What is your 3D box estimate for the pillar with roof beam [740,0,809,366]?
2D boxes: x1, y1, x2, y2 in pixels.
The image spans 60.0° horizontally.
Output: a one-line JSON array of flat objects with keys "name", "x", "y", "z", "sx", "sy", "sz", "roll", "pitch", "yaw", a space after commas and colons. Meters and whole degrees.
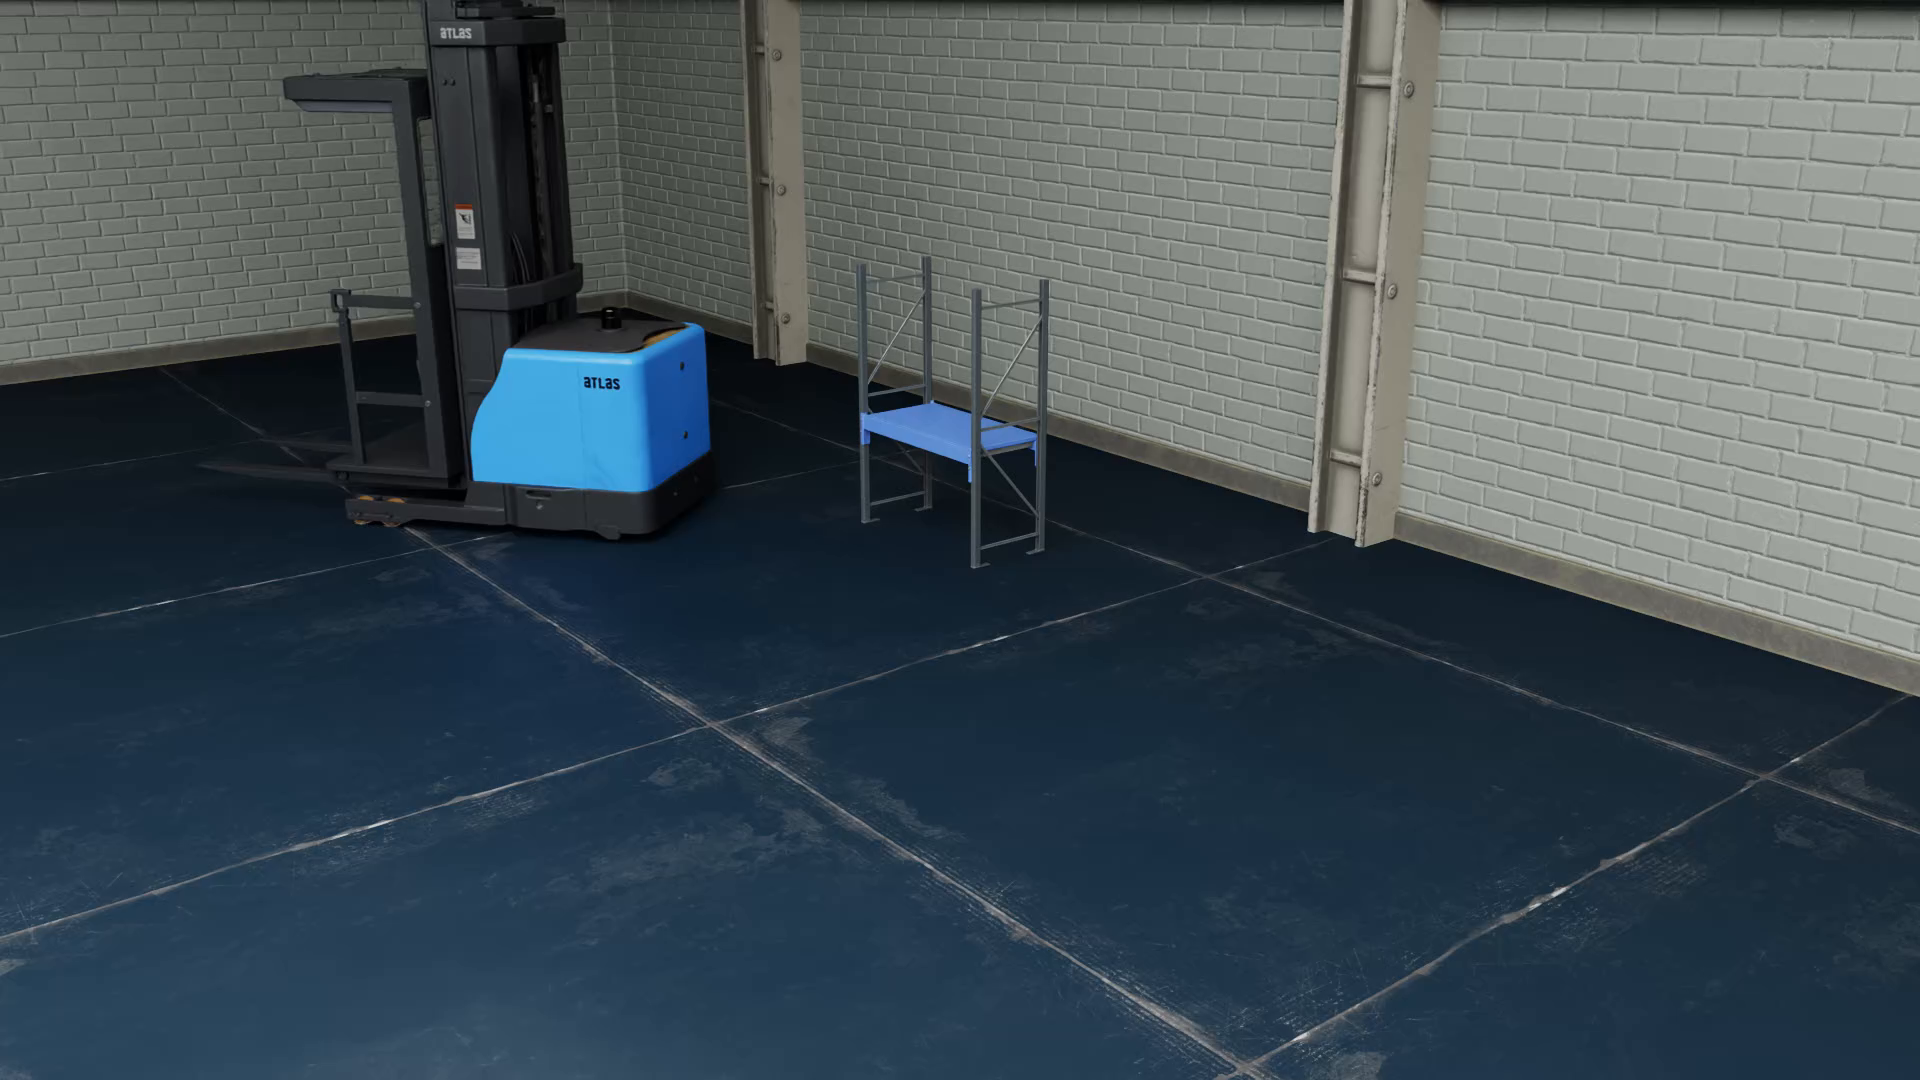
[{"name": "pillar with roof beam", "x": -4.870, "y": -4.946, "z": 9.984, "sx": 9.100, "sy": 9.000, "sz": 0.400, "roll": -14, "pitch": 23, "yaw": -36}]

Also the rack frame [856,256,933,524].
[{"name": "rack frame", "x": -0.369, "y": -0.858, "z": 9.568, "sx": 0.500, "sy": 1.500, "sz": 0.032, "roll": -14, "pitch": 23, "yaw": -36}]

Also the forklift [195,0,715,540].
[{"name": "forklift", "x": -3.062, "y": -1.620, "z": 9.591, "sx": 3.031, "sy": 2.935, "sz": 1.130, "roll": 4, "pitch": 19, "yaw": 13}]

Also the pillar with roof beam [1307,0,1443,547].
[{"name": "pillar with roof beam", "x": -1.144, "y": -3.468, "z": 5.520, "sx": 9.100, "sy": 9.000, "sz": 0.400, "roll": -14, "pitch": 23, "yaw": -36}]

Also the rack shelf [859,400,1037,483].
[{"name": "rack shelf", "x": -0.053, "y": -0.562, "z": 9.247, "sx": 0.538, "sy": 0.185, "sz": 1.000, "roll": -14, "pitch": 23, "yaw": -36}]

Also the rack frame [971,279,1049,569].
[{"name": "rack frame", "x": 0.263, "y": -0.608, "z": 8.812, "sx": 0.500, "sy": 1.500, "sz": 0.032, "roll": -14, "pitch": 23, "yaw": -36}]

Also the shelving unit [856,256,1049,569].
[{"name": "shelving unit", "x": -0.053, "y": -0.733, "z": 9.190, "sx": 0.538, "sy": 1.500, "sz": 1.048, "roll": -14, "pitch": 23, "yaw": -36}]
